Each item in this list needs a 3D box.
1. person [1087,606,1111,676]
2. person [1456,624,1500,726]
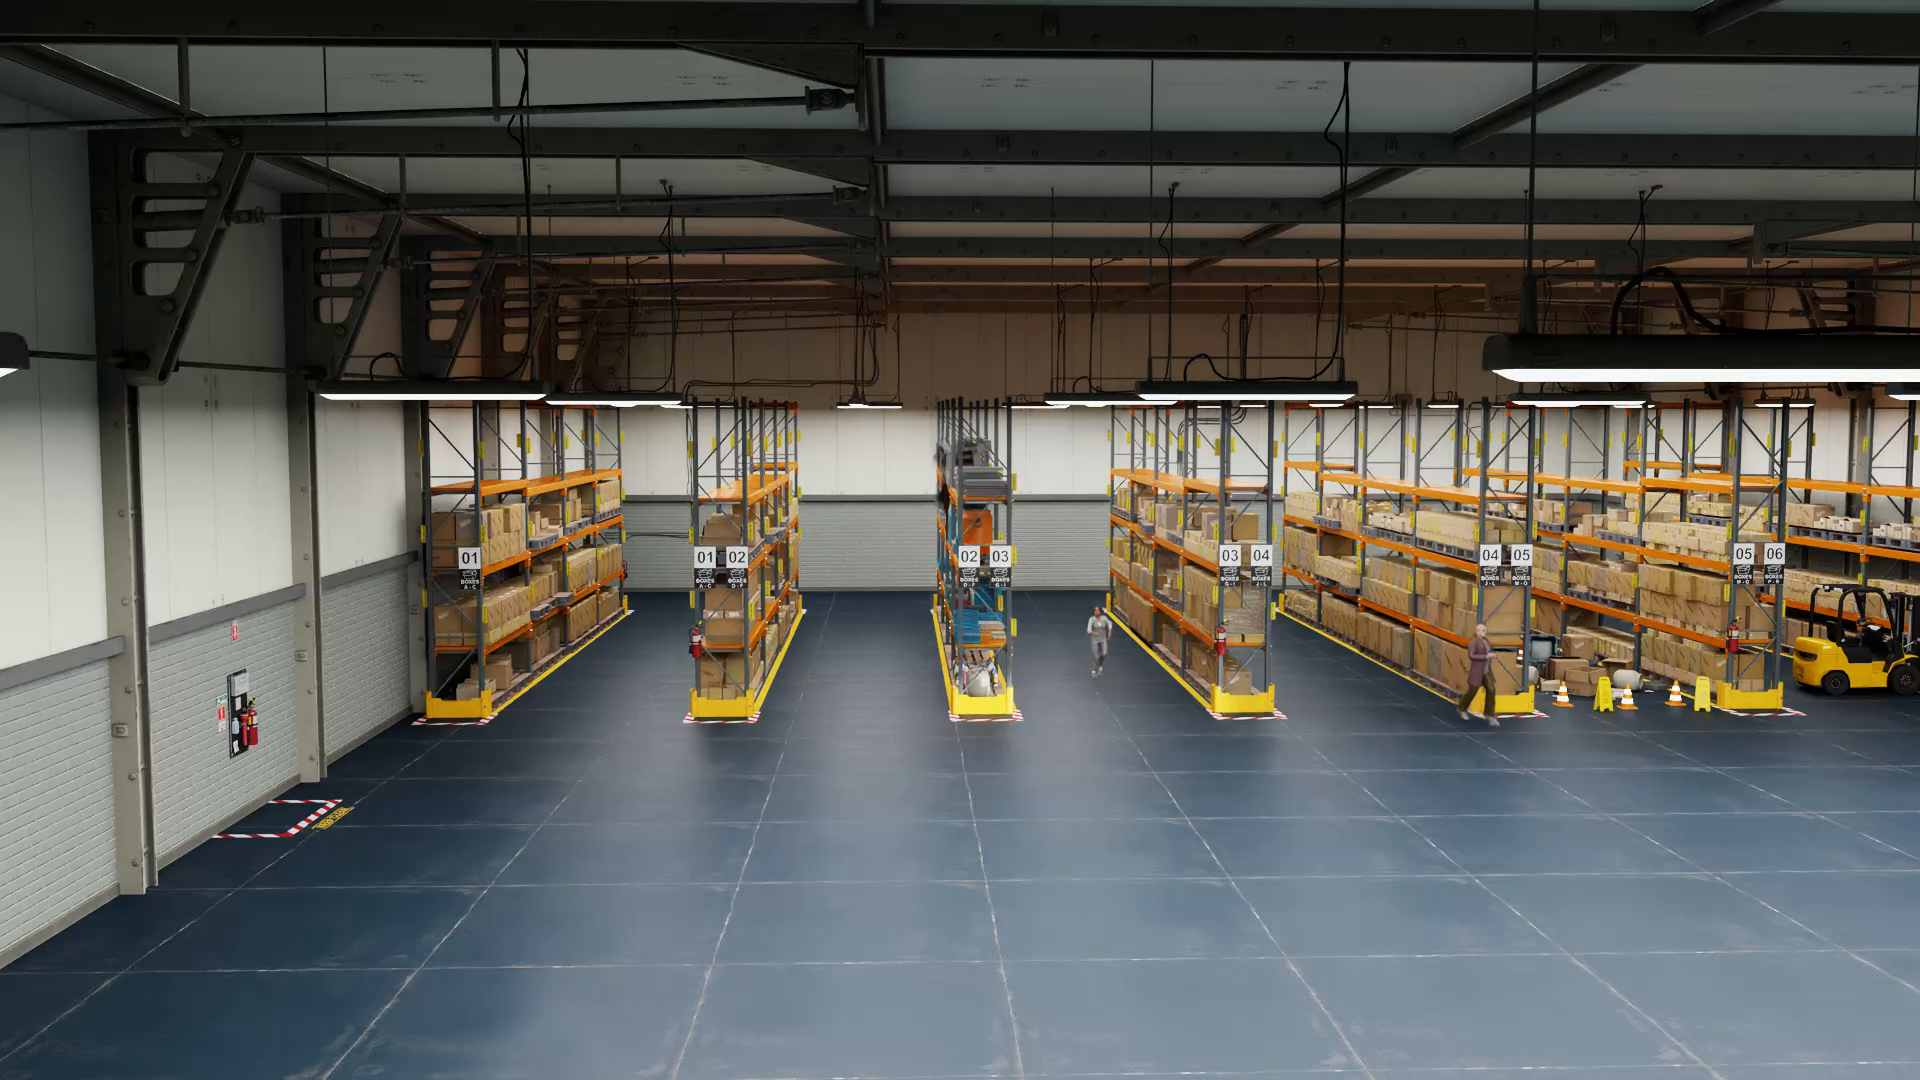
[{"bbox_3d":[2.990,2.182,35.633,0.560,1.555,0.745,0,4,-2],"label":"person"},{"bbox_3d":[9.522,2.463,30.574,0.706,1.846,0.897,-3,5,-31],"label":"person"}]
